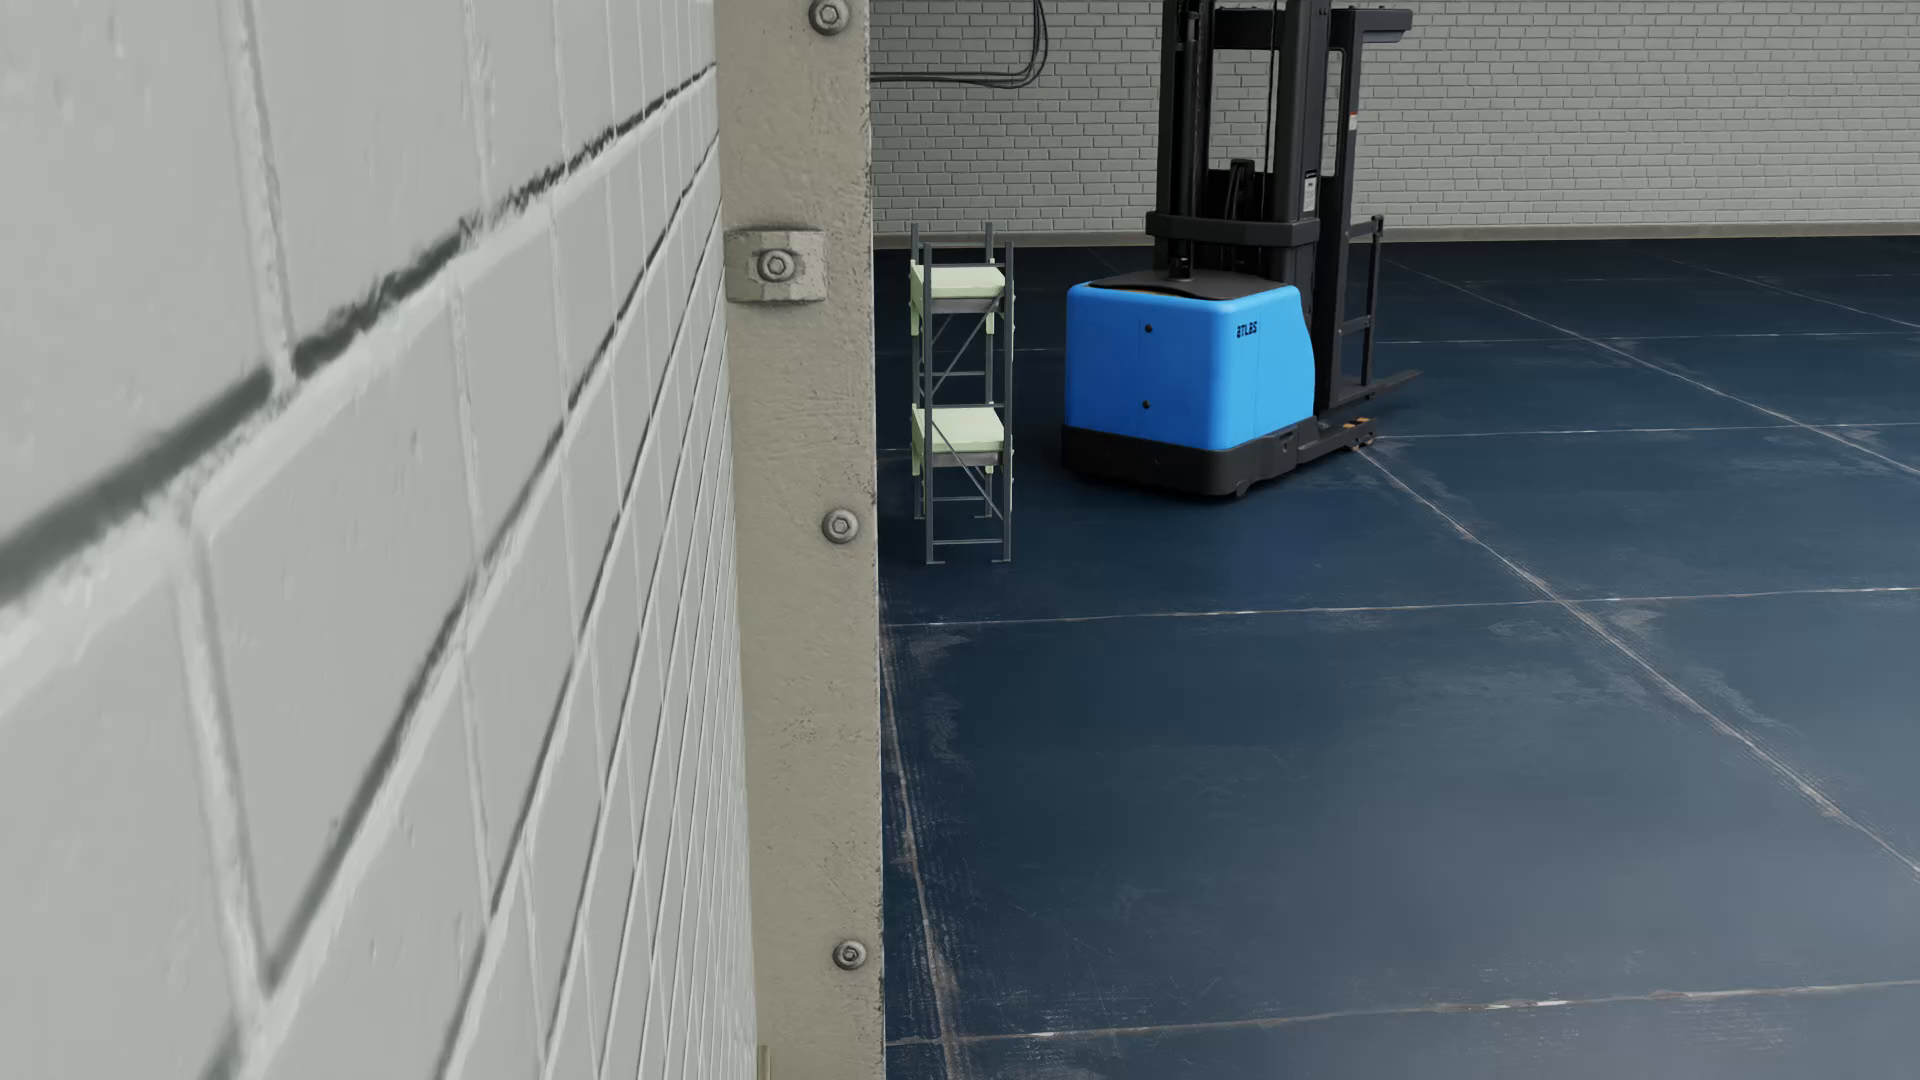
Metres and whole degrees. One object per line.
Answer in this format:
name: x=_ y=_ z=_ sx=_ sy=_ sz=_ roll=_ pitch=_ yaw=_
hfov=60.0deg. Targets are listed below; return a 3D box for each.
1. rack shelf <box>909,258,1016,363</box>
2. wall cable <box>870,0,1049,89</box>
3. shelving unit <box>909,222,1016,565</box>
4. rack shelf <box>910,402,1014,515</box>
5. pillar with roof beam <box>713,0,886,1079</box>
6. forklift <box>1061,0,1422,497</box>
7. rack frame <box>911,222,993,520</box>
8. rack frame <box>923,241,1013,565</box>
rack shelf: x=-0.001 y=-1.090 z=7.842 sx=0.431 sy=0.370 sz=0.720 roll=-2 pitch=18 yaw=-6
wall cable: x=-0.577 y=-6.040 z=17.575 sx=3.097 sy=2.526 sz=0.112 roll=-2 pitch=18 yaw=-6
shelving unit: x=-0.001 y=-0.718 z=7.959 sx=0.431 sy=1.500 sz=0.755 roll=-2 pitch=18 yaw=-6
rack shelf: x=-0.001 y=-0.407 z=8.056 sx=0.431 sy=0.370 sz=0.720 roll=-2 pitch=18 yaw=-6
pillar with roof beam: x=3.931 y=-3.160 z=3.220 sx=9.100 sy=9.000 sz=0.400 roll=-2 pitch=18 yaw=-6
forklift: x=1.862 y=-2.003 z=9.663 sx=1.130 sy=2.935 sz=3.031 roll=13 pitch=22 yaw=36
rack frame: x=-0.038 y=-0.827 z=8.306 sx=0.400 sy=1.500 sz=0.023 roll=-2 pitch=18 yaw=-6
rack frame: x=0.037 y=-0.609 z=7.611 sx=0.400 sy=1.500 sz=0.023 roll=-2 pitch=18 yaw=-6
